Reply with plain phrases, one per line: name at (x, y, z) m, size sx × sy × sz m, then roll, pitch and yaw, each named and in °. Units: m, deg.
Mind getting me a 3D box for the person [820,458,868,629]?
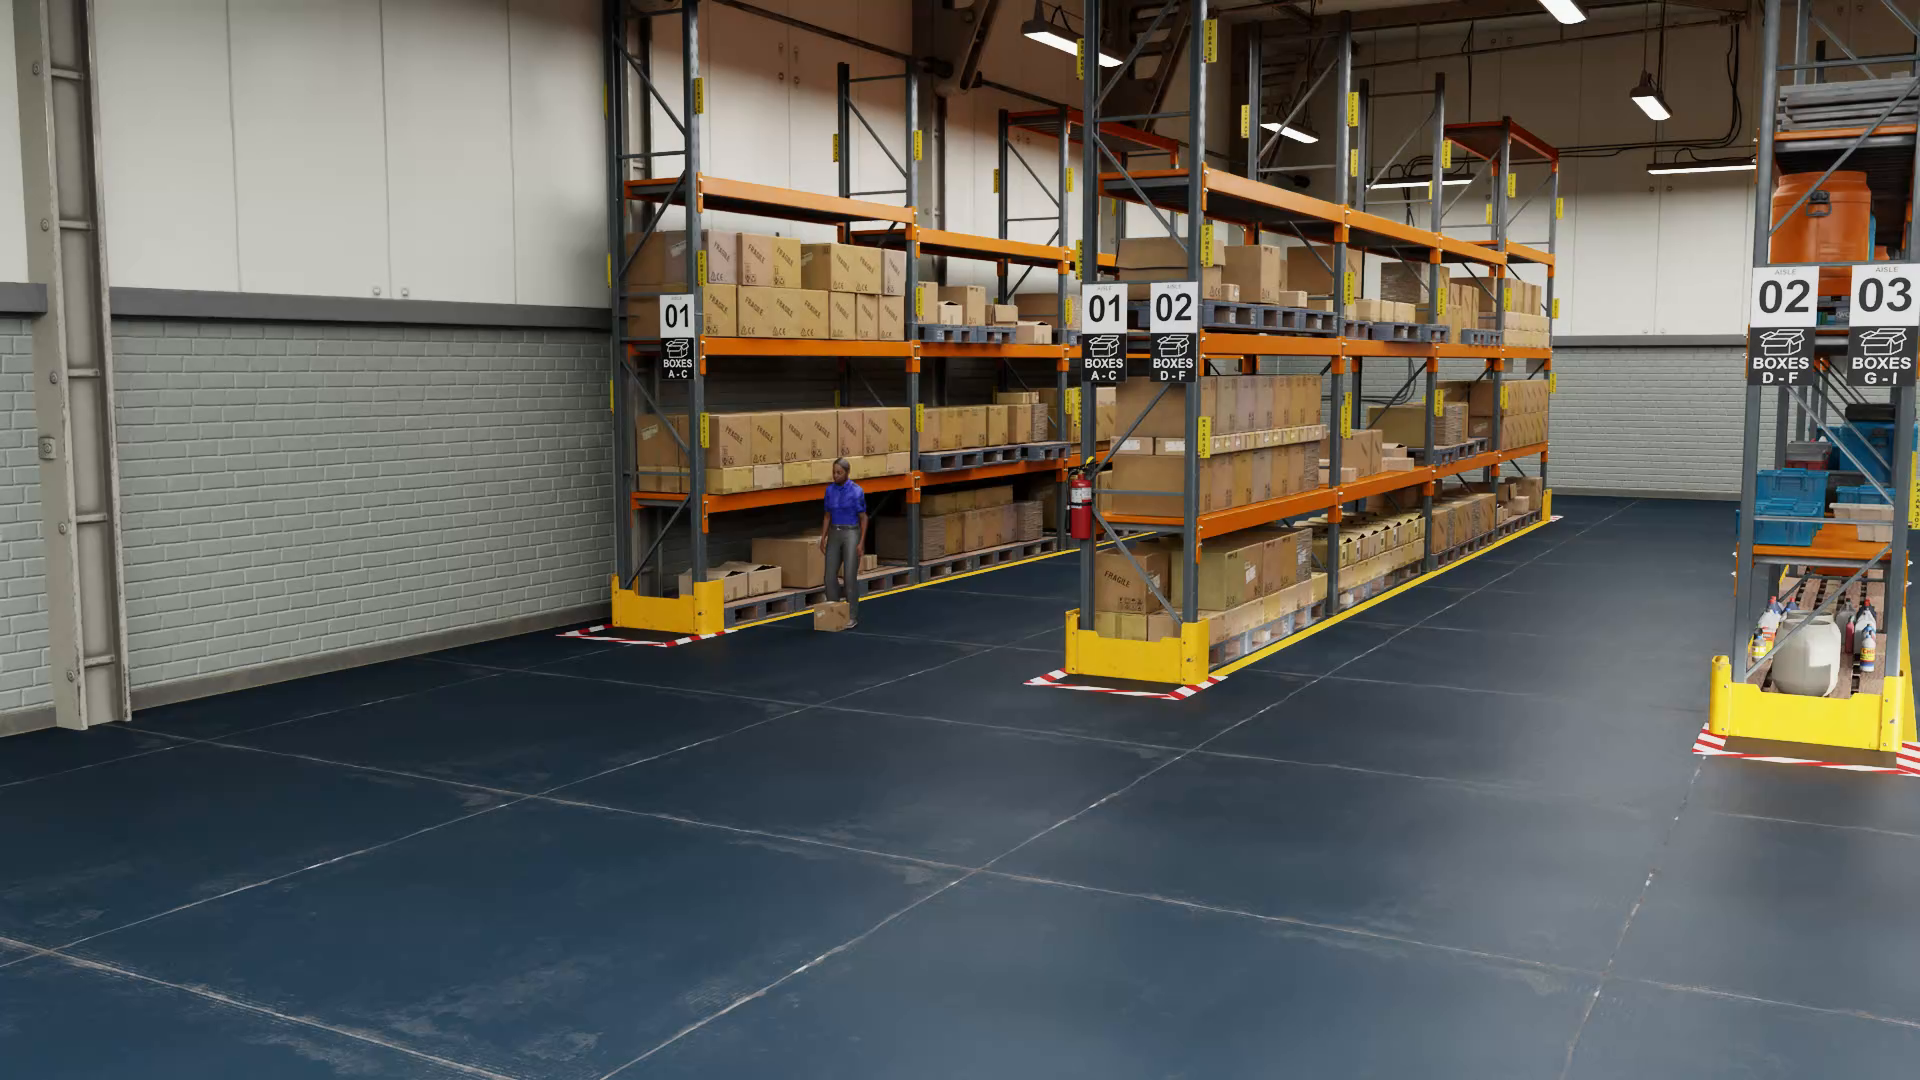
person at (-1.151, 0.021, 16.194) m, size 0.512 × 1.654 × 0.392 m, roll 3°, pitch 7°, yaw 28°
